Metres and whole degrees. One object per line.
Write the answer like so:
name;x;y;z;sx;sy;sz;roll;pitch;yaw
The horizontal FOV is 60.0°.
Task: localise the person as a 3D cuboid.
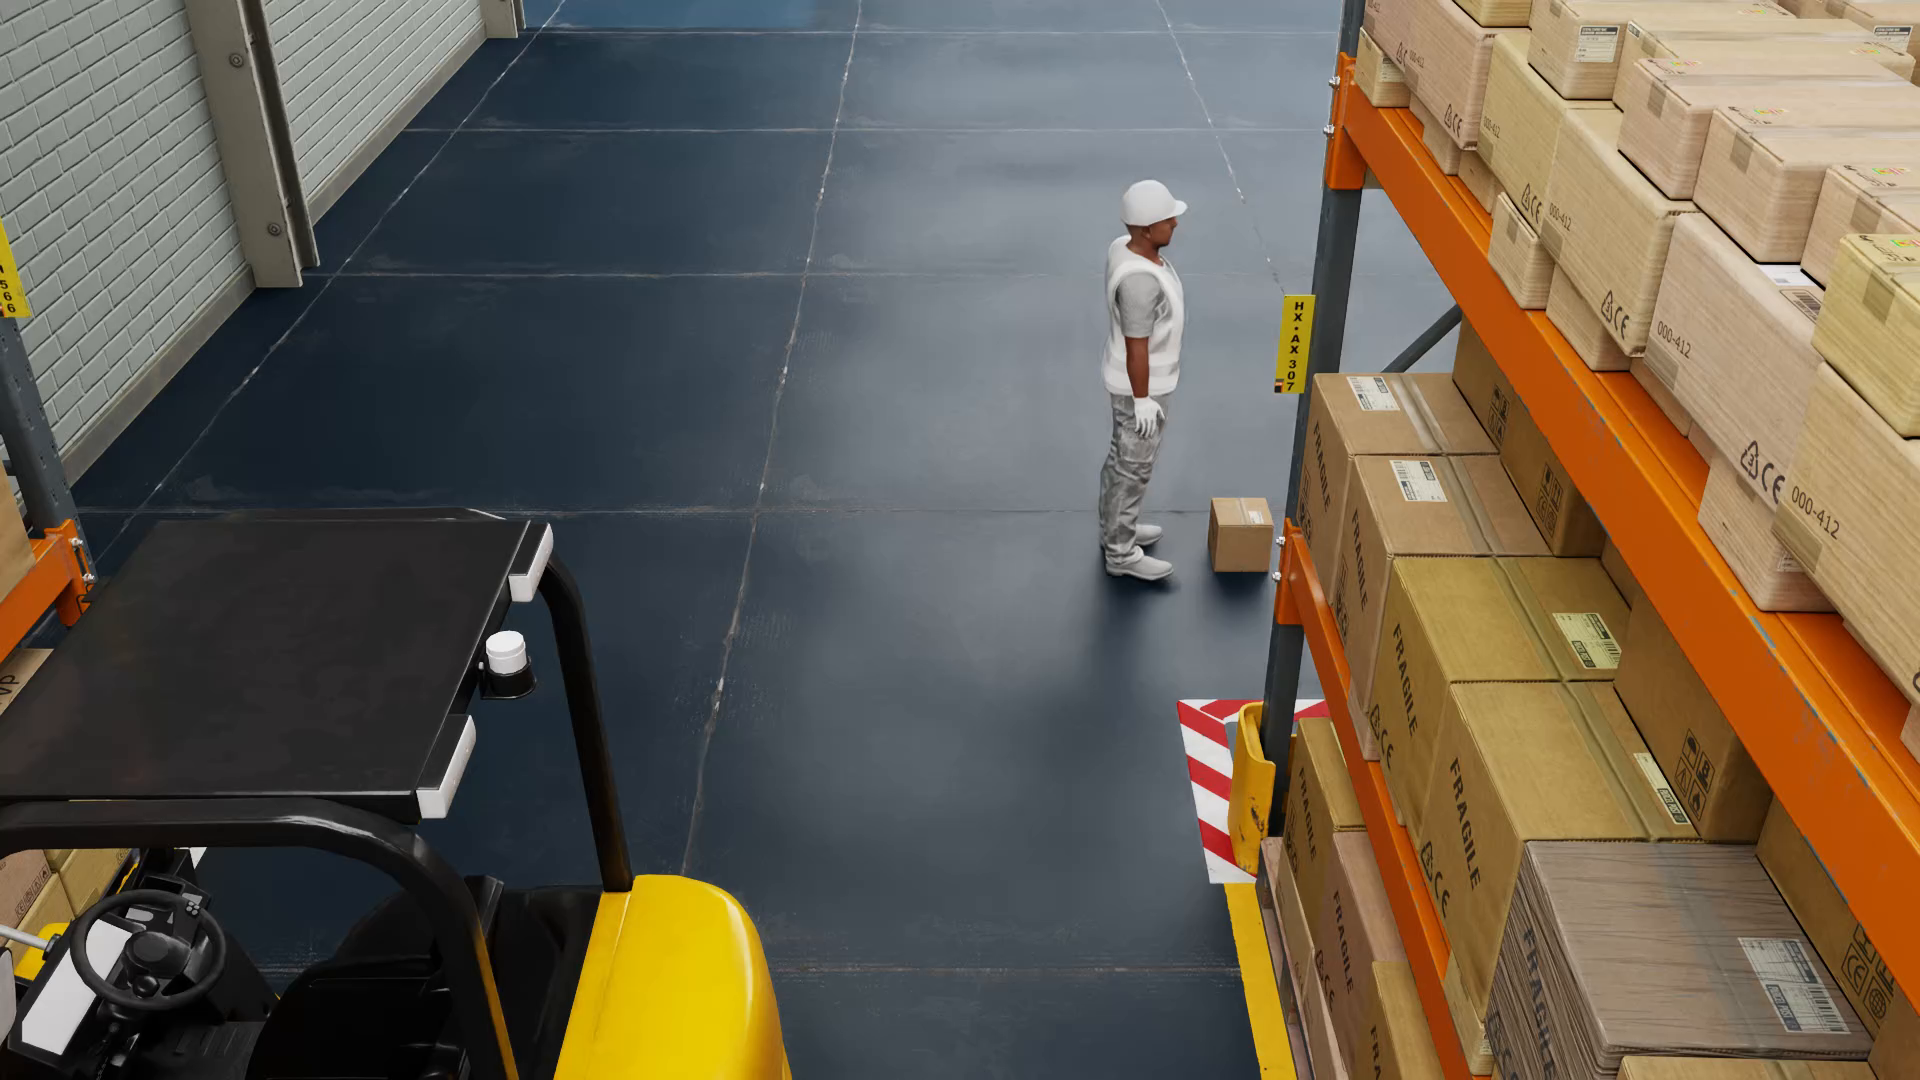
person;0.793;-0.698;7.235;0.362;1.785;0.550;1;31;2
